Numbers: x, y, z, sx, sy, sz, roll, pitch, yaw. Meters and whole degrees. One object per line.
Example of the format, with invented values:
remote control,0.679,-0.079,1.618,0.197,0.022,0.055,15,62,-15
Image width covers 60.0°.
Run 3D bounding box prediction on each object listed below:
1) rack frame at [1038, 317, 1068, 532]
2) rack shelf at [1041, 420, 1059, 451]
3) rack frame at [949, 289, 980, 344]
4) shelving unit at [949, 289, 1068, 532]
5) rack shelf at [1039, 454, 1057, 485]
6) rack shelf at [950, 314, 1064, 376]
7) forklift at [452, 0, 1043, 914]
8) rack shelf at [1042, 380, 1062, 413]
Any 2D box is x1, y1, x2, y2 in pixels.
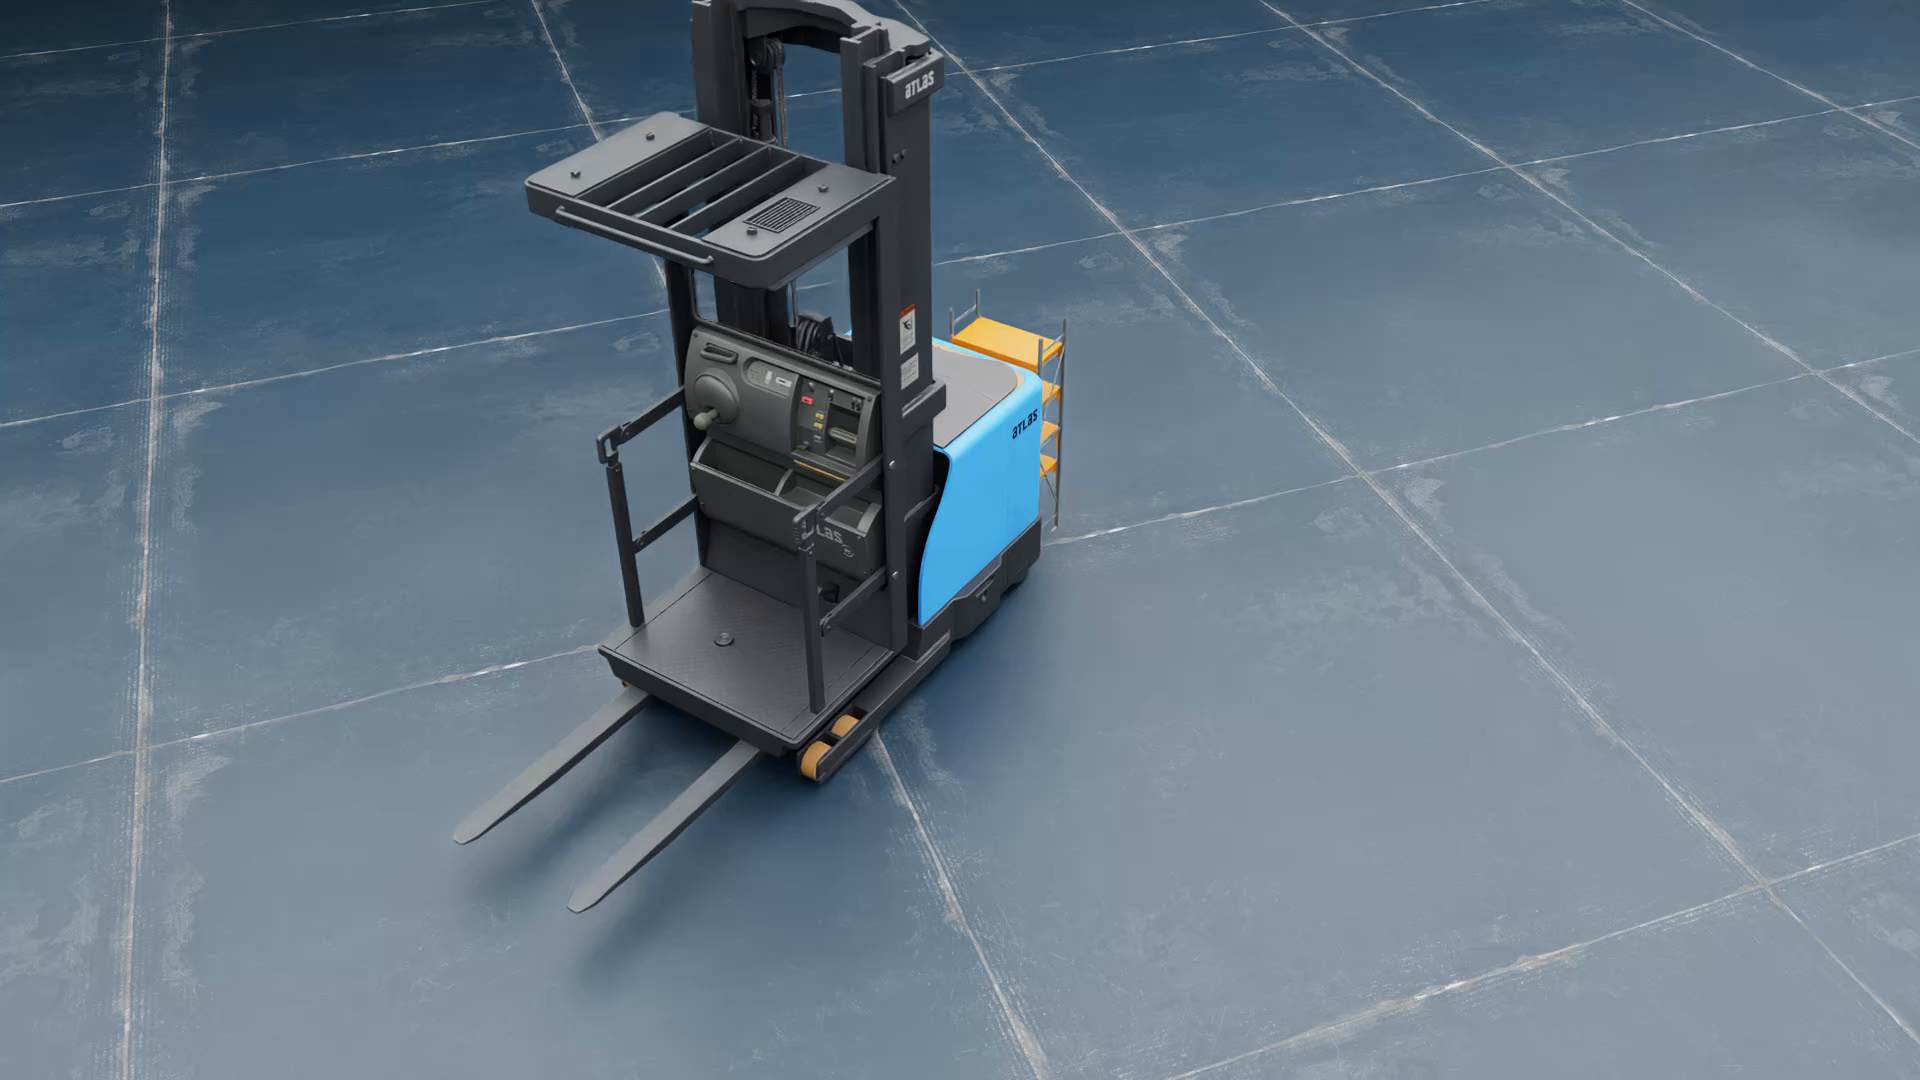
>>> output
rack frame,0.427,-0.489,7.962,0.015,1.200,0.240,22,42,26
rack shelf,0.224,-0.516,8.110,0.480,0.148,0.258,22,42,26
rack frame,0.021,-0.652,8.178,0.015,1.200,0.240,22,42,26
shelving unit,0.224,-0.570,8.070,0.503,1.200,0.258,22,42,26
rack shelf,0.224,-0.358,8.230,0.480,0.148,0.258,22,42,26
rack shelf,0.224,-0.884,7.834,0.480,0.148,0.258,22,42,26
forklift,-0.845,-0.488,6.522,1.130,2.935,3.031,22,42,26
rack shelf,0.224,-0.695,7.976,0.480,0.148,0.258,22,42,26
